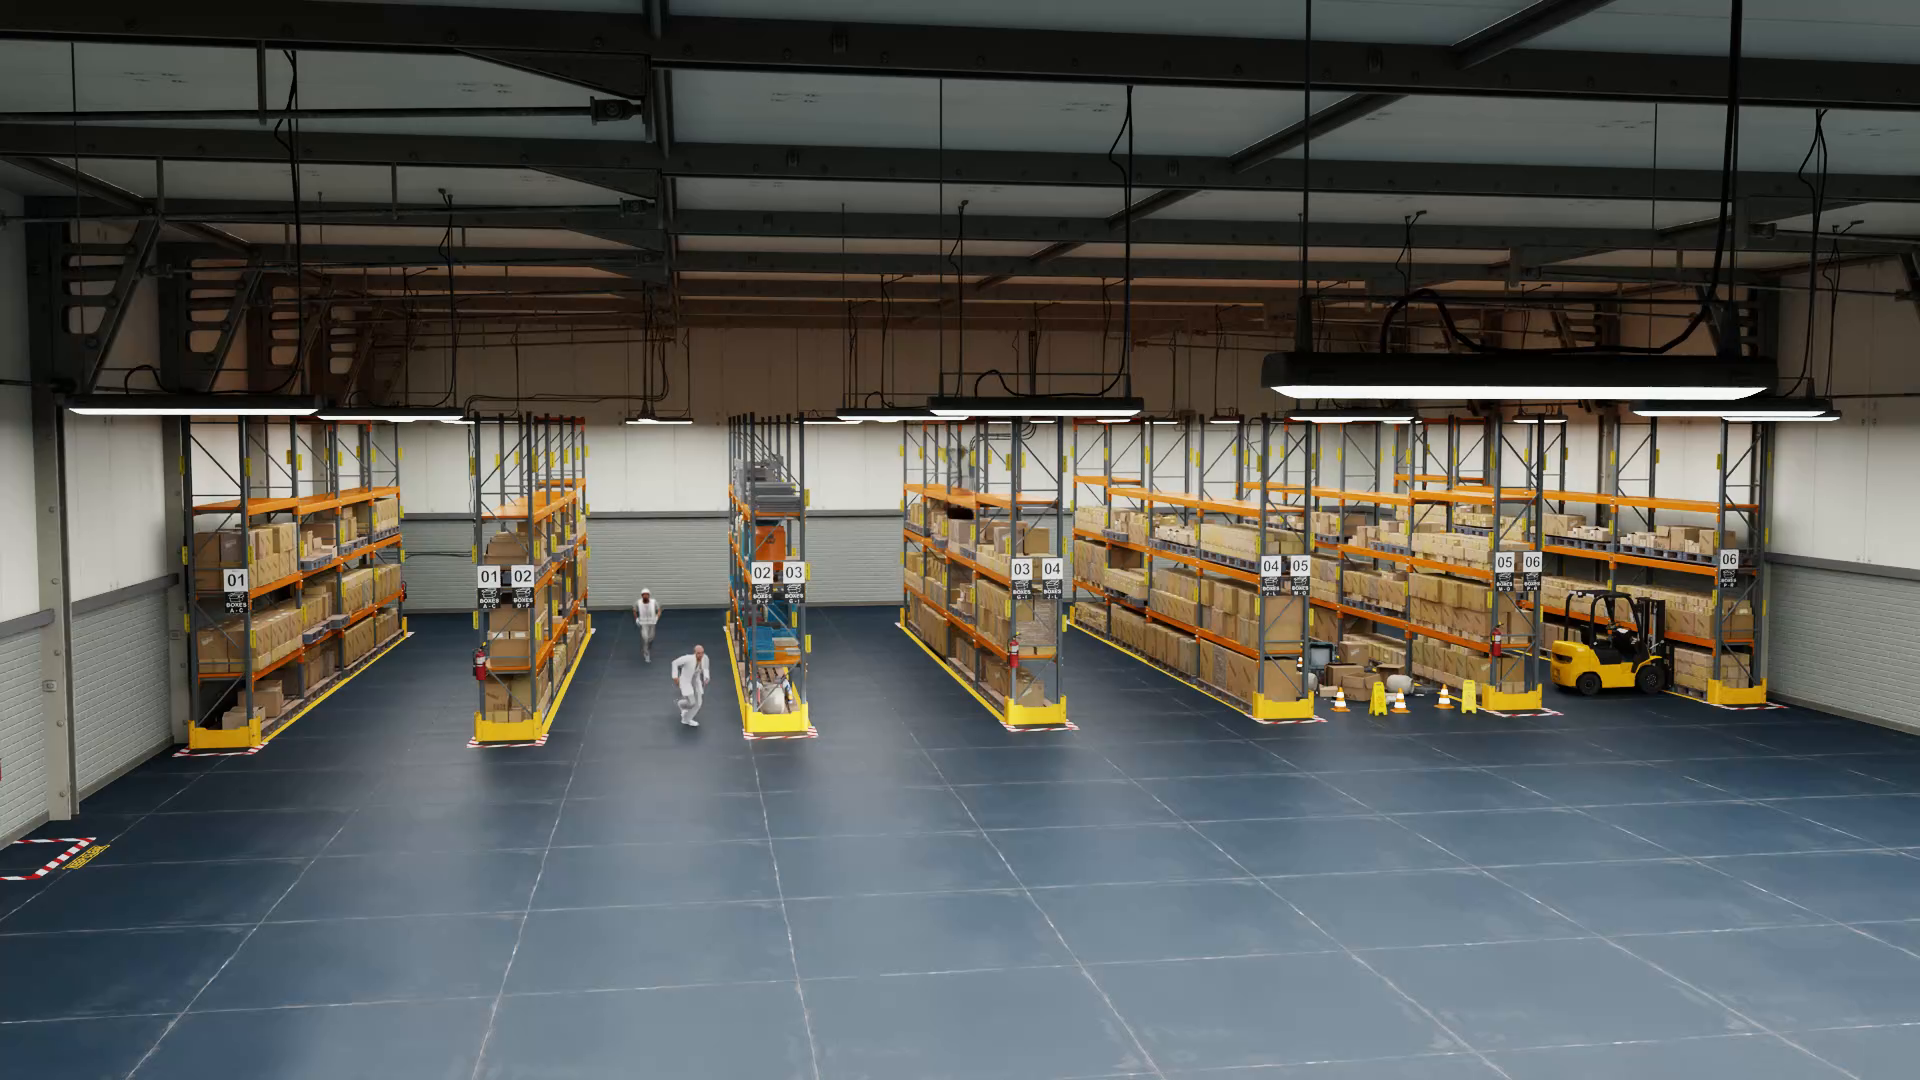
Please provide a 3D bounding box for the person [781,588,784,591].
[{"bbox_3d":[-5.058,1.630,48.107,0.551,1.711,0.788,2,4,22],"label":"person"}]

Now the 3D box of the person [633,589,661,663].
[{"bbox_3d":[-7.672,2.075,40.757,0.675,1.793,0.813,-1,4,-16],"label":"person"}]

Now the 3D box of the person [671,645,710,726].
[{"bbox_3d":[-5.166,2.777,31.787,0.734,1.591,0.887,-3,5,-38],"label":"person"}]
